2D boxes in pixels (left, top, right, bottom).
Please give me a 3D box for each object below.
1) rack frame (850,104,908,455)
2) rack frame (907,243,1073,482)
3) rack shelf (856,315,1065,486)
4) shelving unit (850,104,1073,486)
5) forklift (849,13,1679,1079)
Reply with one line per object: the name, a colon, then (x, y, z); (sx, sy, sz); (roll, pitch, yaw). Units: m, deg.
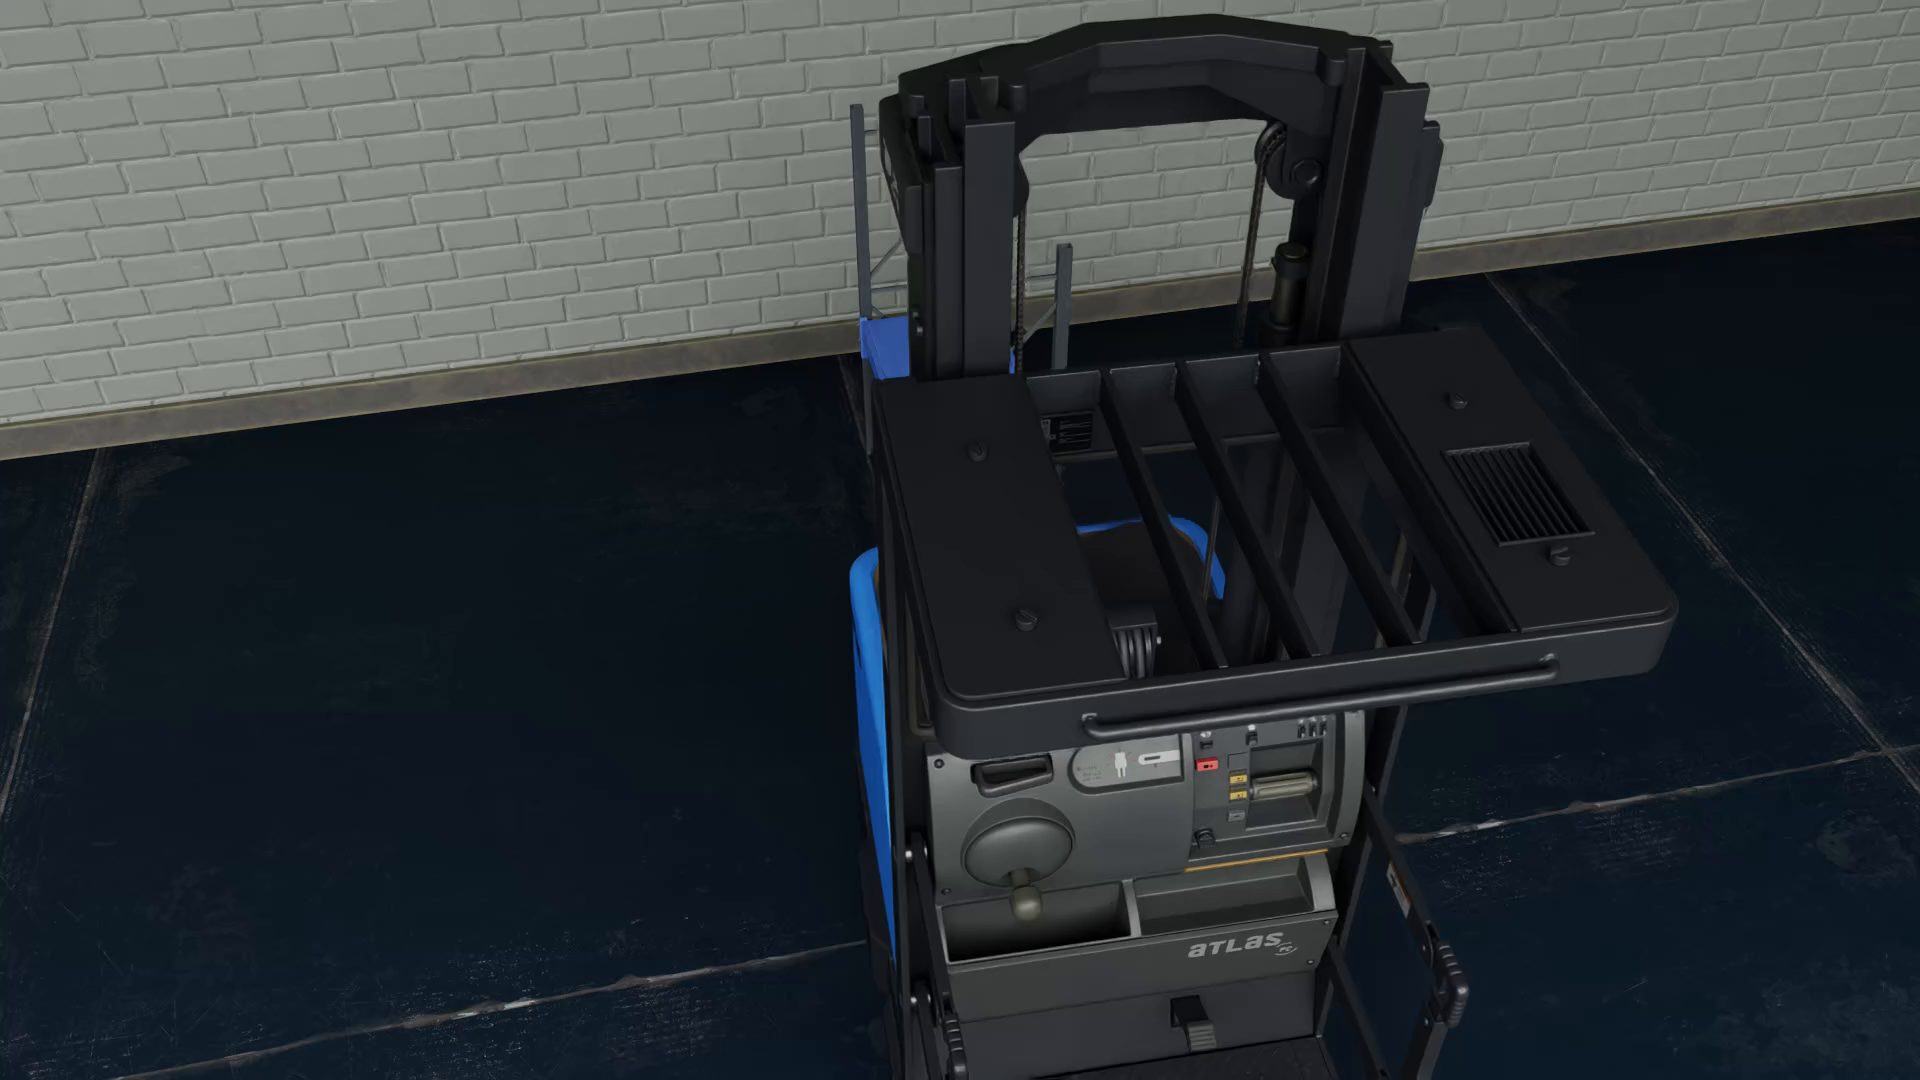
rack frame: (-0.128, -0.946, 6.186); (0.500, 1.500, 0.032); (-8, 42, -9)
rack frame: (0.091, -0.287, 5.443); (0.500, 1.500, 0.032); (-8, 42, -9)
rack shelf: (-0.018, -0.482, 5.934); (0.538, 0.185, 1.000); (-8, 42, -9)
shelving unit: (-0.018, -0.616, 5.814); (0.538, 1.500, 1.048); (-8, 42, -9)
forklift: (0.434, 0.637, 3.324); (1.130, 2.935, 3.031); (-6, 42, -7)
